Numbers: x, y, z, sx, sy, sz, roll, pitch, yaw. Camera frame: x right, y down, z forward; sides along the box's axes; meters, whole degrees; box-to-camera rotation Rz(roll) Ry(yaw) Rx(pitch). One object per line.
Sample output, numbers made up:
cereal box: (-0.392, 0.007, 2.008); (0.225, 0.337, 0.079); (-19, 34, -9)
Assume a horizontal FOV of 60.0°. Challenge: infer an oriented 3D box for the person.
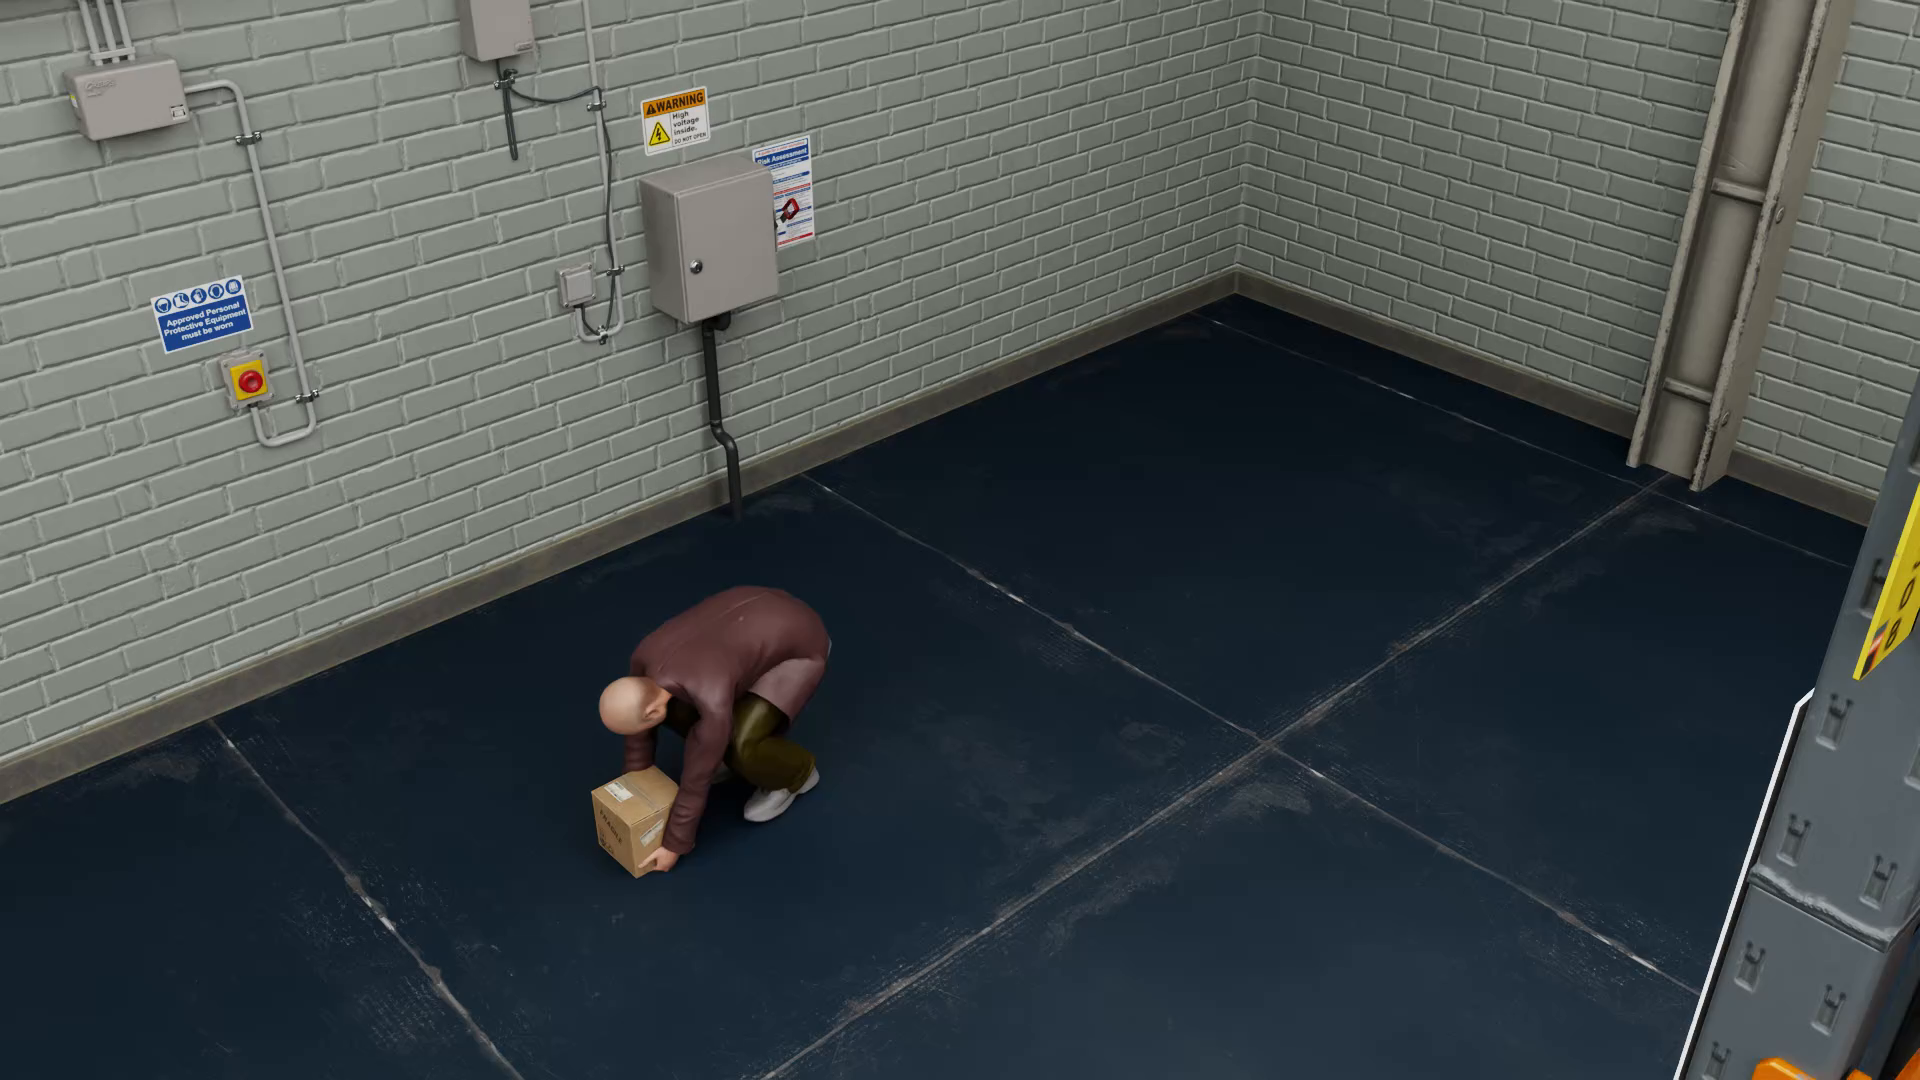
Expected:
person: (-0.879, 0.638, 6.032); (0.952, 0.849, 0.584); (-27, 40, -37)
